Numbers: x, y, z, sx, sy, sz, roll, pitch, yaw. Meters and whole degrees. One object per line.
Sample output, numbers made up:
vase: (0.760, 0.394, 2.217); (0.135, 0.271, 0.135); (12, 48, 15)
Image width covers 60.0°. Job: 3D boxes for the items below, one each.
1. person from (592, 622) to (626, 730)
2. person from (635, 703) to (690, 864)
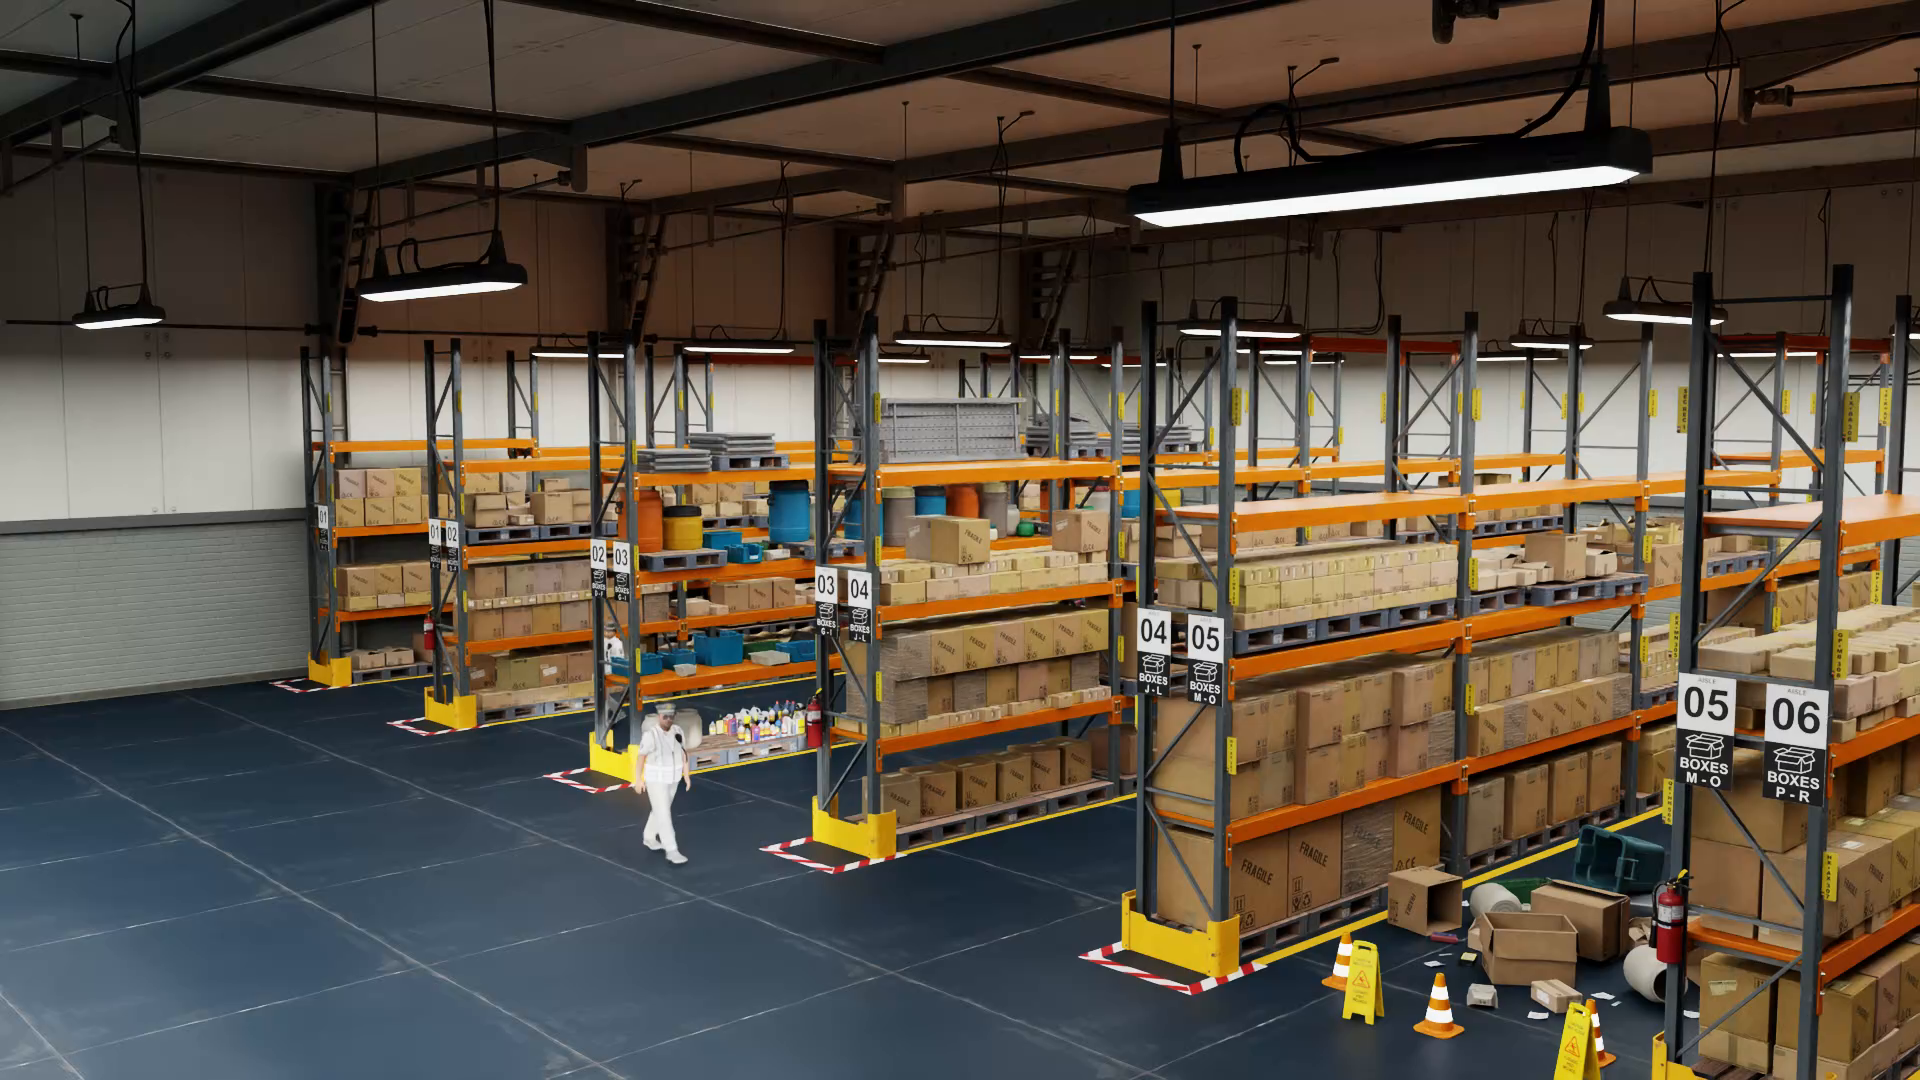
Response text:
person: (-5.418, 2.102, 25.773); (0.560, 1.694, 0.637); (4, 7, 41)
person: (-3.256, 2.658, 18.539); (0.981, 1.709, 0.539); (4, 6, 38)
